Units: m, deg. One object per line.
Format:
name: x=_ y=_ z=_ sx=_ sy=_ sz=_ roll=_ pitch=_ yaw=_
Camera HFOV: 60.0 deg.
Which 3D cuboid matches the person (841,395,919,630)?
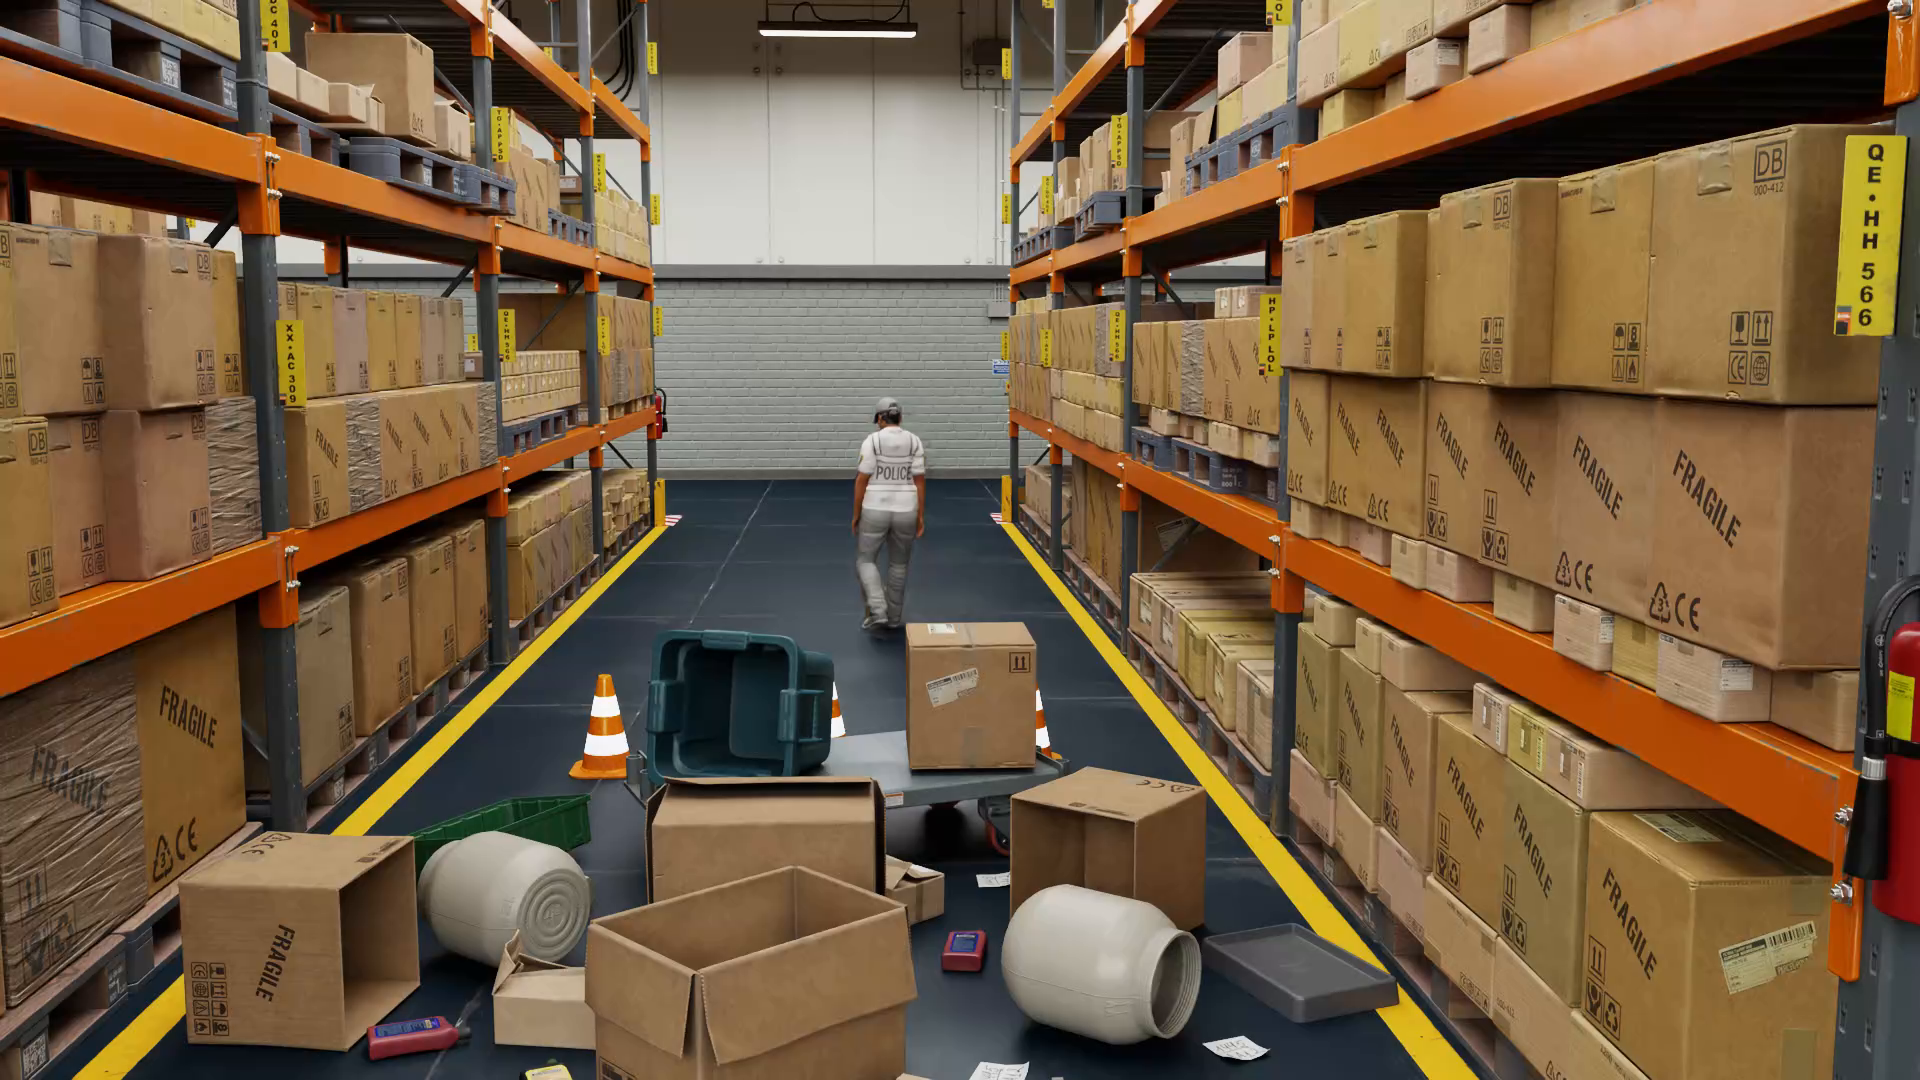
person: x=-0.561 y=-0.174 z=11.610 sx=0.552 sy=1.674 sz=0.463 roll=0 pitch=7 yaw=-3
